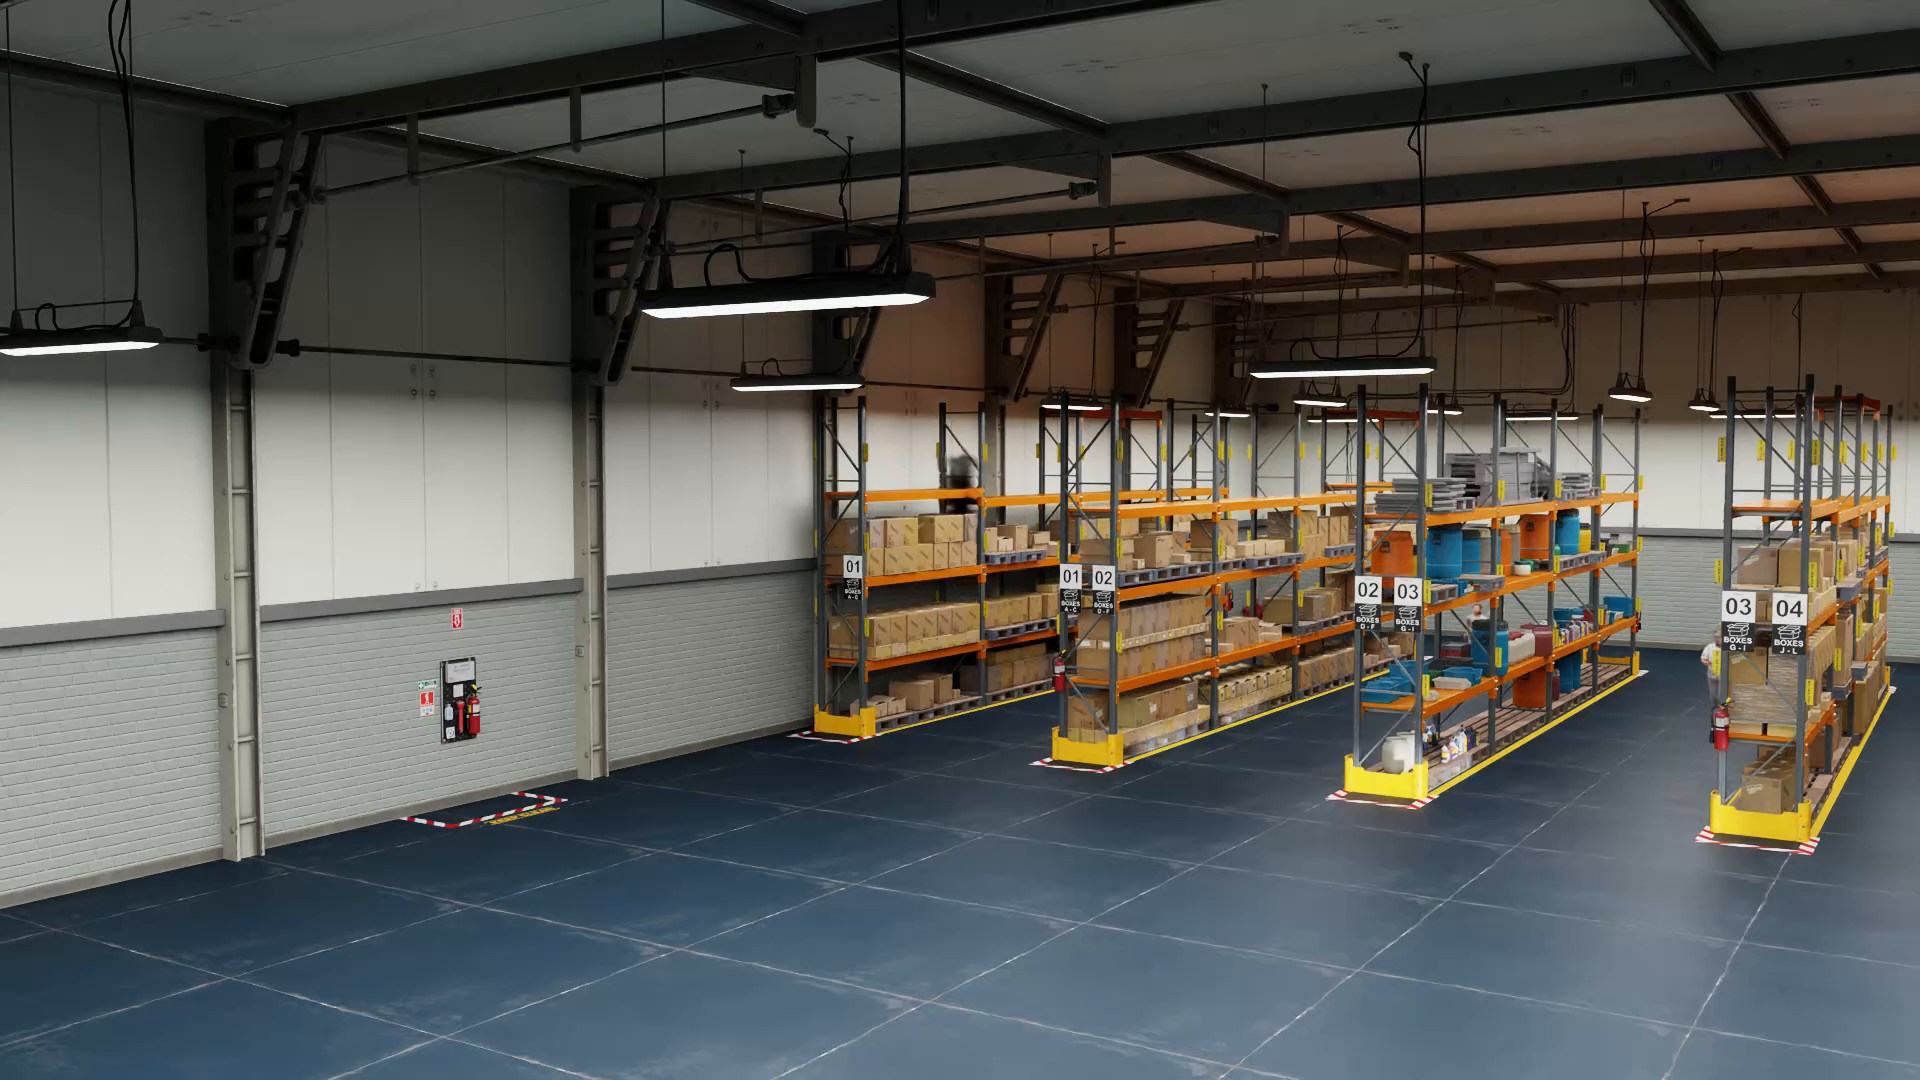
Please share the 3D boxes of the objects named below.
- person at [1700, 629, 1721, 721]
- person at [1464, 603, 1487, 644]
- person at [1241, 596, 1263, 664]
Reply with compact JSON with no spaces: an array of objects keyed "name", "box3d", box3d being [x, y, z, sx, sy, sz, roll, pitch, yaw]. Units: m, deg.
[{"name":"person","box3d":[13.866,2.536,30.350,0.646,1.838,0.852,2,4,39]},{"name":"person","box3d":[11.409,2.235,36.811,0.531,1.688,0.703,1,3,24]},{"name":"person","box3d":[6.933,2.128,39.192,0.646,1.650,0.737,1,3,15]}]
